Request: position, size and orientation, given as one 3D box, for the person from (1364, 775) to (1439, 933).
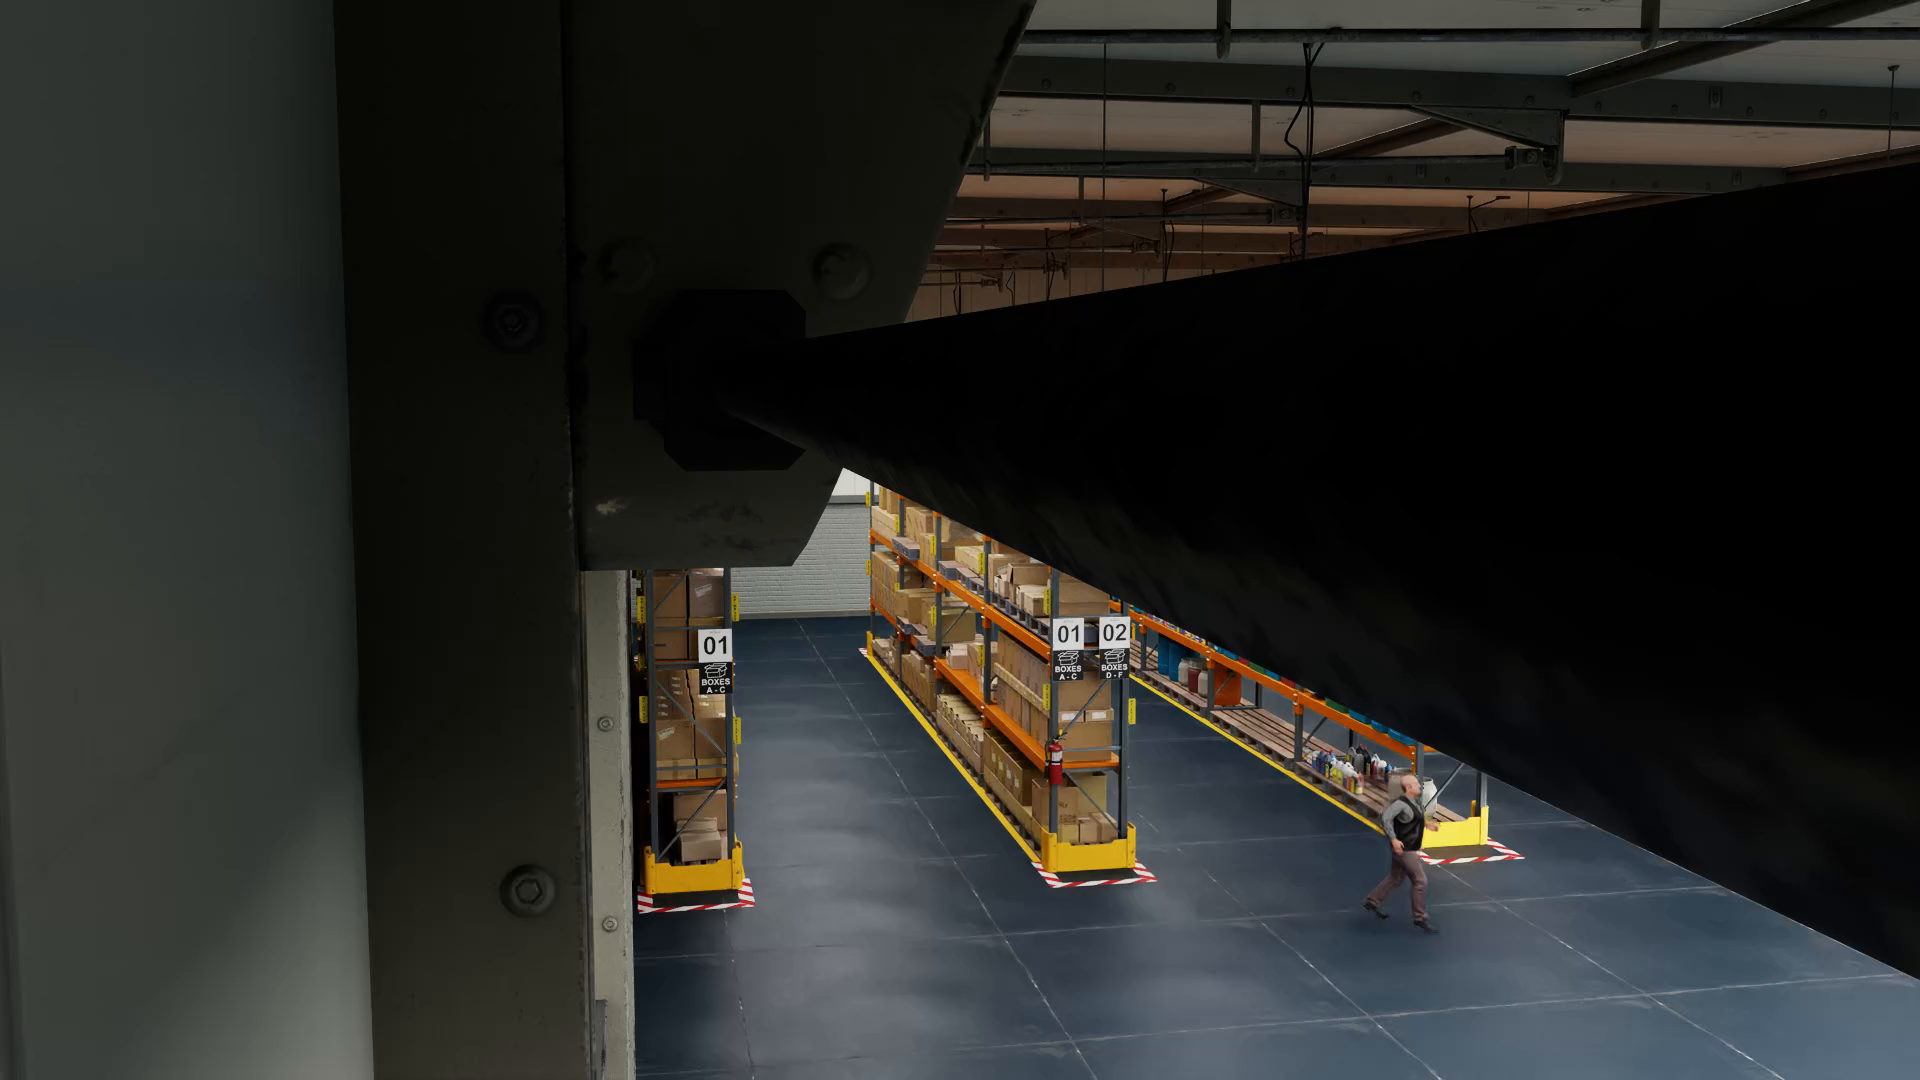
[{"bbox_3d":[5.008,3.515,18.801,0.840,1.757,0.650,2,6,18],"label":"person"}]
